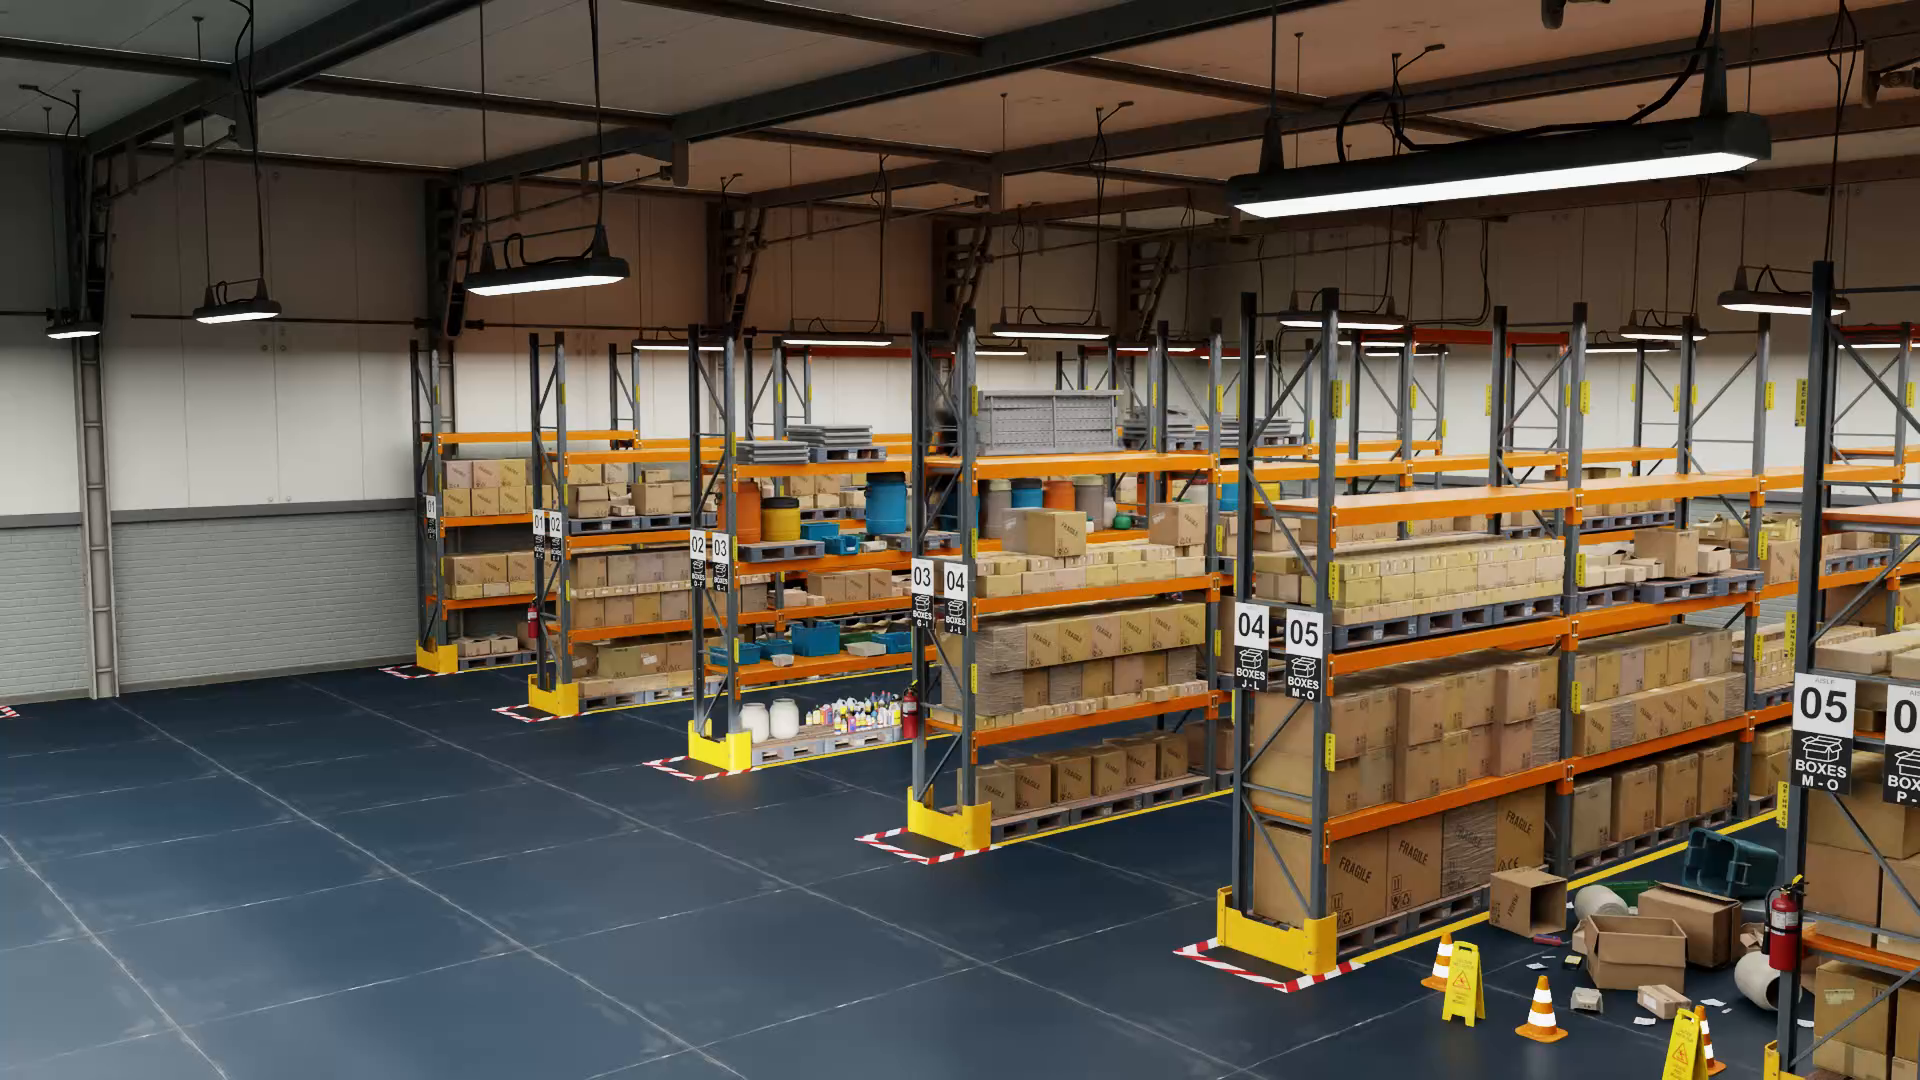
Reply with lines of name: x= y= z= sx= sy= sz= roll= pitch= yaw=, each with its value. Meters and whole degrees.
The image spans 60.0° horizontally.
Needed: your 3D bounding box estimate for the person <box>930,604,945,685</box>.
person: x=-0.419 y=1.623 z=28.669 sx=0.776 sy=1.766 sz=0.637 roll=-5 pitch=7 yaw=-43
